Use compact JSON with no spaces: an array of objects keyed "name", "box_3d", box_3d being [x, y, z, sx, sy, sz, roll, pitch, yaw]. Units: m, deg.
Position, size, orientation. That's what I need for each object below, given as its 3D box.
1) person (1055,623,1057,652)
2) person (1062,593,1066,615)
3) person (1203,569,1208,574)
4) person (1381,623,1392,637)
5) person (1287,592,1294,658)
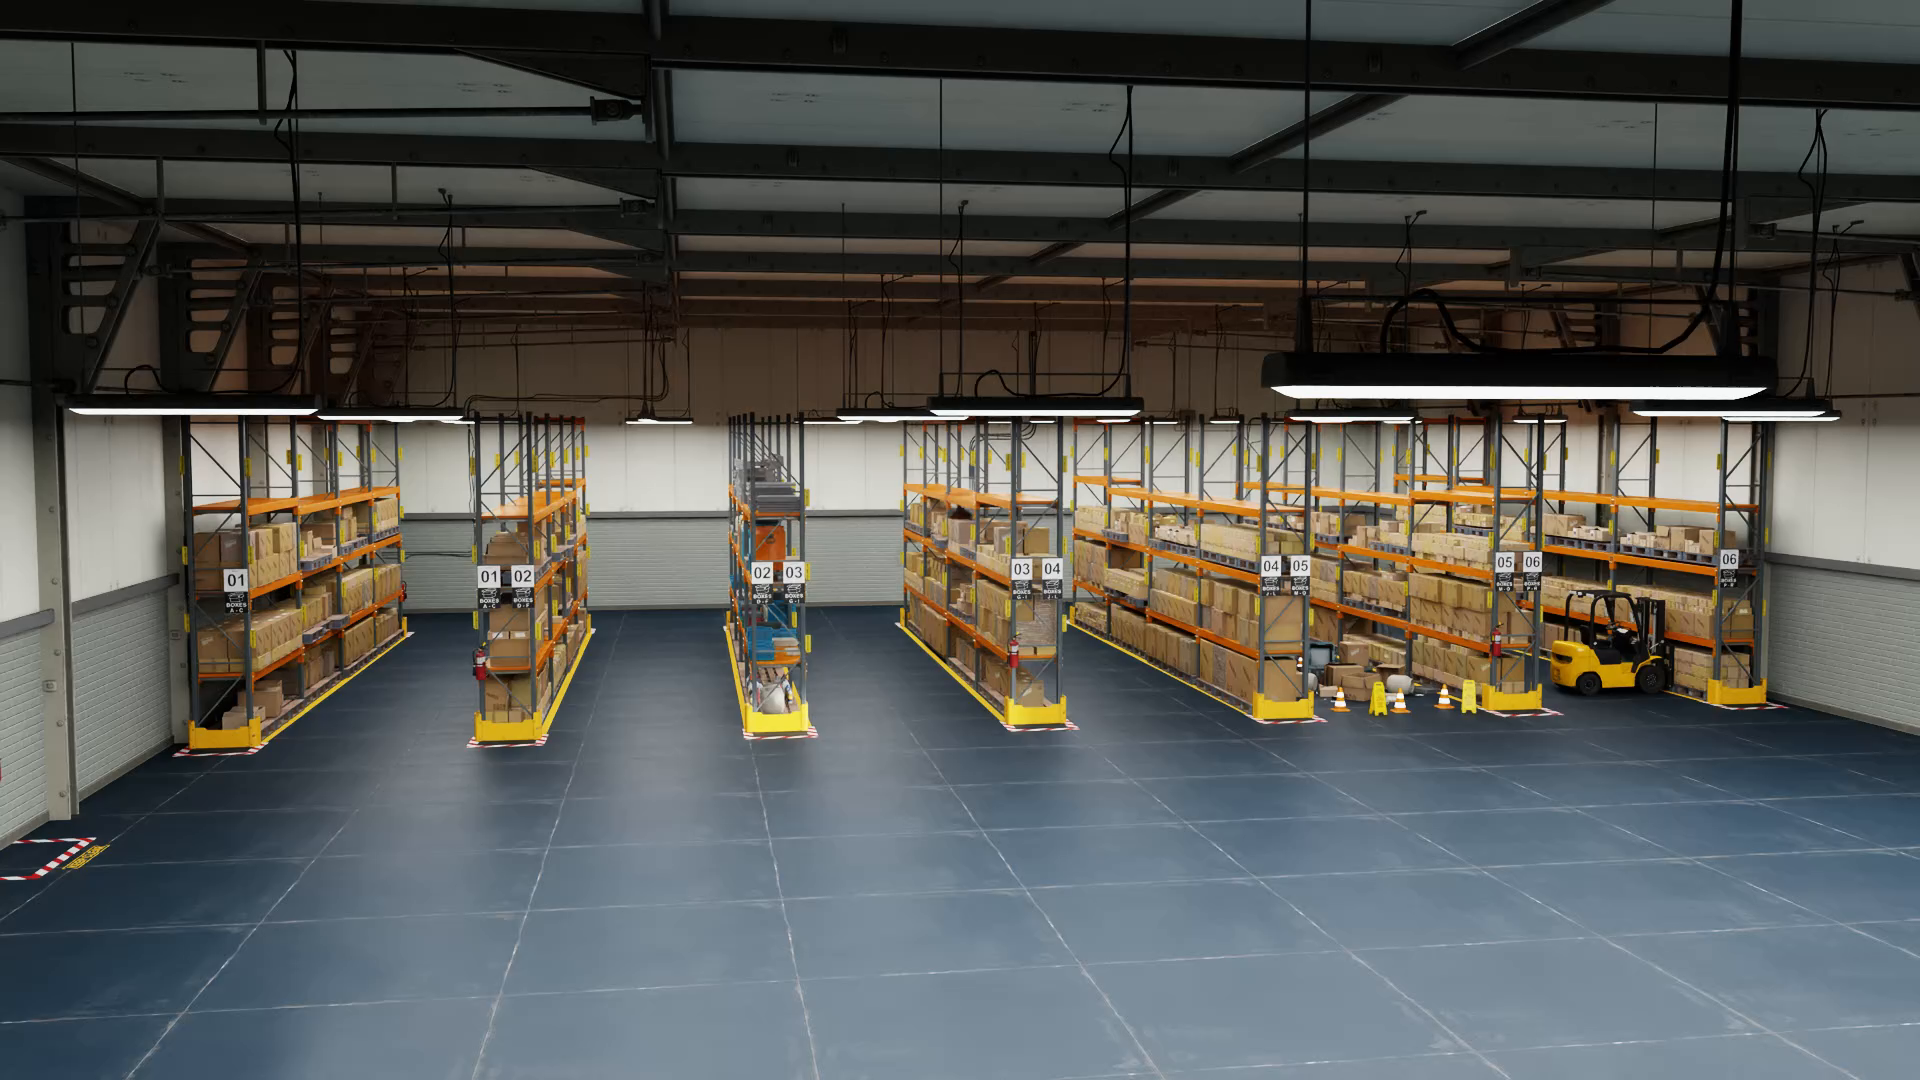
[{"name":"person","box_3d":[2.217,1.969,40.132,0.550,1.749,0.439,3,5,39]},{"name":"person","box_3d":[2.567,1.929,44.012,0.426,1.586,0.479,-1,4,-14]},{"name":"person","box_3d":[6.932,1.683,47.599,0.482,1.689,0.490,0,4,-1]},{"name":"person","box_3d":[11.209,1.870,43.802,0.506,1.772,0.643,1,4,19]},{"name":"person","box_3d":[8.041,2.096,41.040,0.576,1.660,0.822,-1,4,-20]}]
